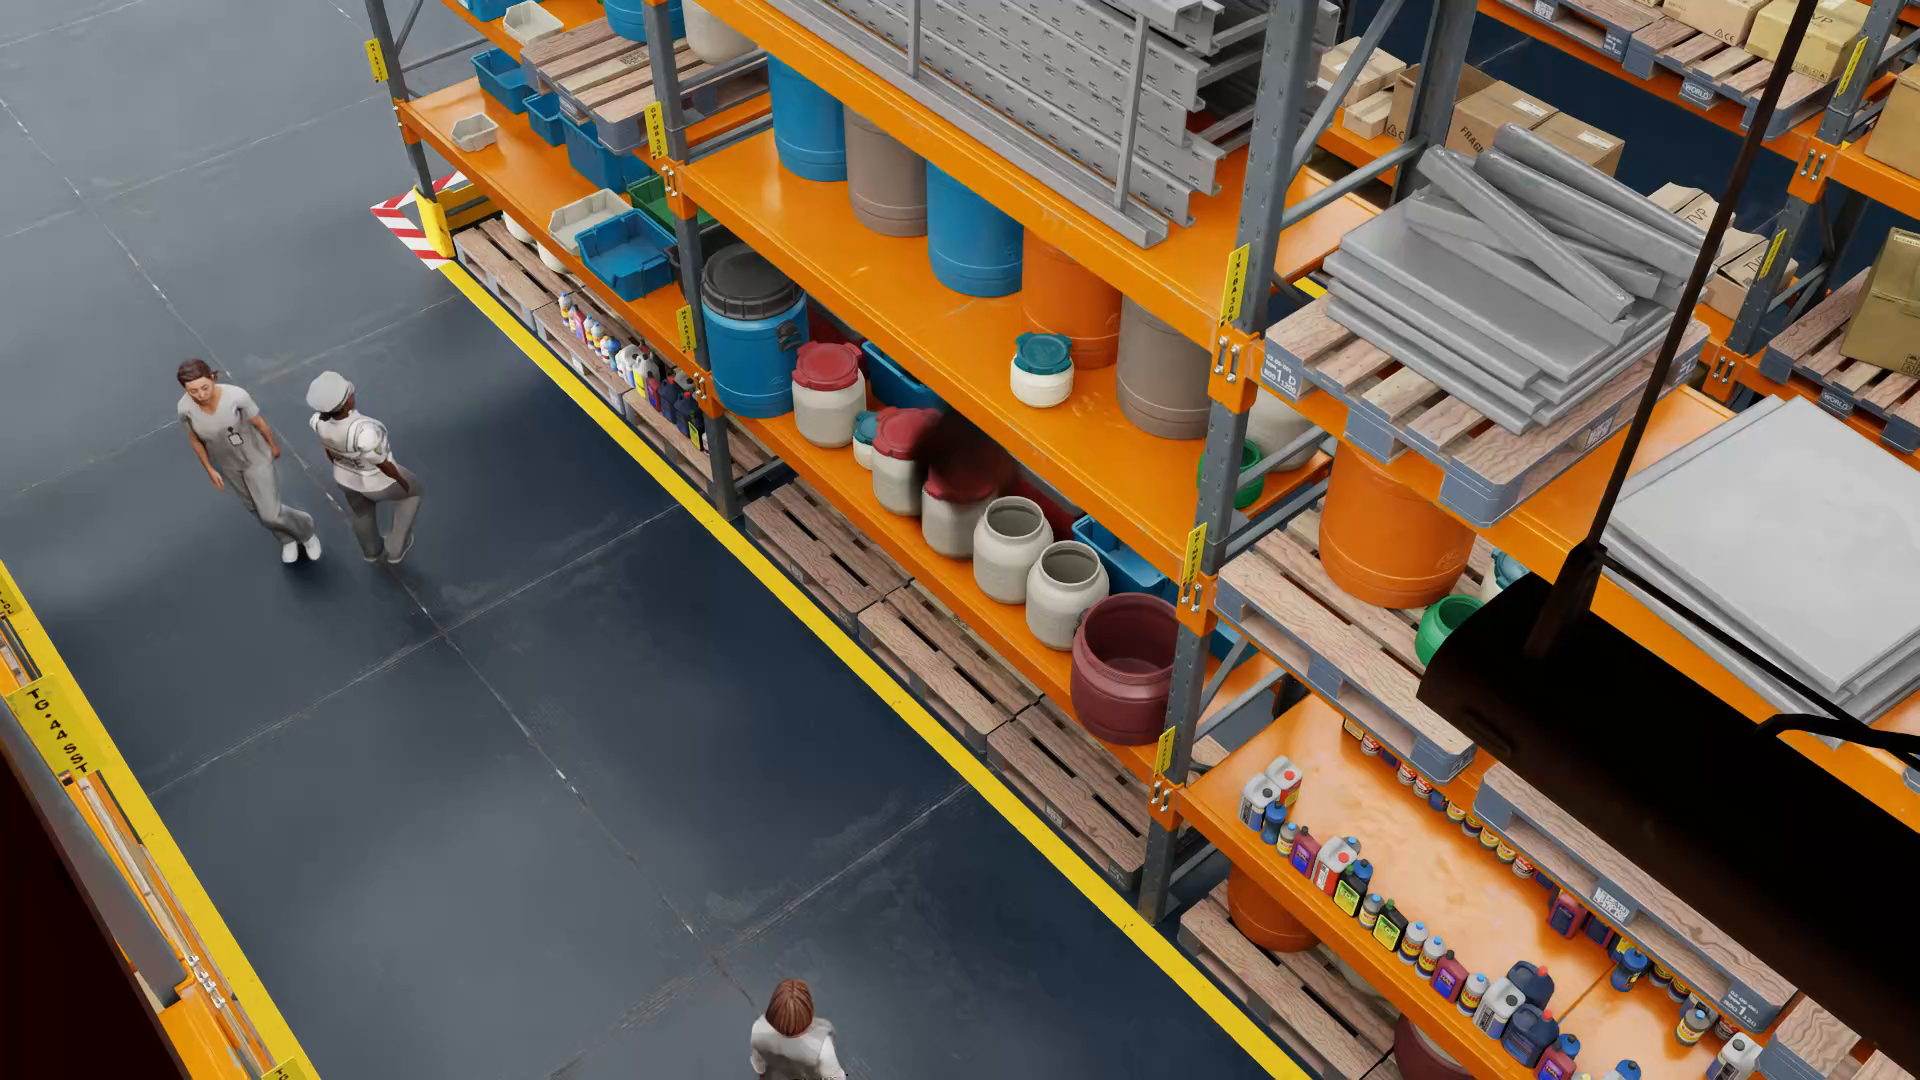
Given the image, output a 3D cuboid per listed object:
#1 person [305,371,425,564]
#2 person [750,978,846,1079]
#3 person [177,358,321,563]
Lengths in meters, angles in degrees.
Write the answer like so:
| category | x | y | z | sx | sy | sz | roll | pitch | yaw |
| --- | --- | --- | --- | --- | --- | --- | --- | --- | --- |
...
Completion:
| category | x | y | z | sx | sy | sz | roll | pitch | yaw |
| --- | --- | --- | --- | --- | --- | --- | --- | --- | --- |
| person | -3.588 | -0.419 | 10.129 | 0.539 | 1.704 | 0.519 | 20 | 50 | 18 |
| person | -0.642 | 2.397 | 7.215 | 0.485 | 1.628 | 0.322 | 30 | 53 | 25 |
| person | -4.421 | -0.476 | 10.264 | 0.500 | 1.675 | 0.429 | 7 | 47 | 6 |
